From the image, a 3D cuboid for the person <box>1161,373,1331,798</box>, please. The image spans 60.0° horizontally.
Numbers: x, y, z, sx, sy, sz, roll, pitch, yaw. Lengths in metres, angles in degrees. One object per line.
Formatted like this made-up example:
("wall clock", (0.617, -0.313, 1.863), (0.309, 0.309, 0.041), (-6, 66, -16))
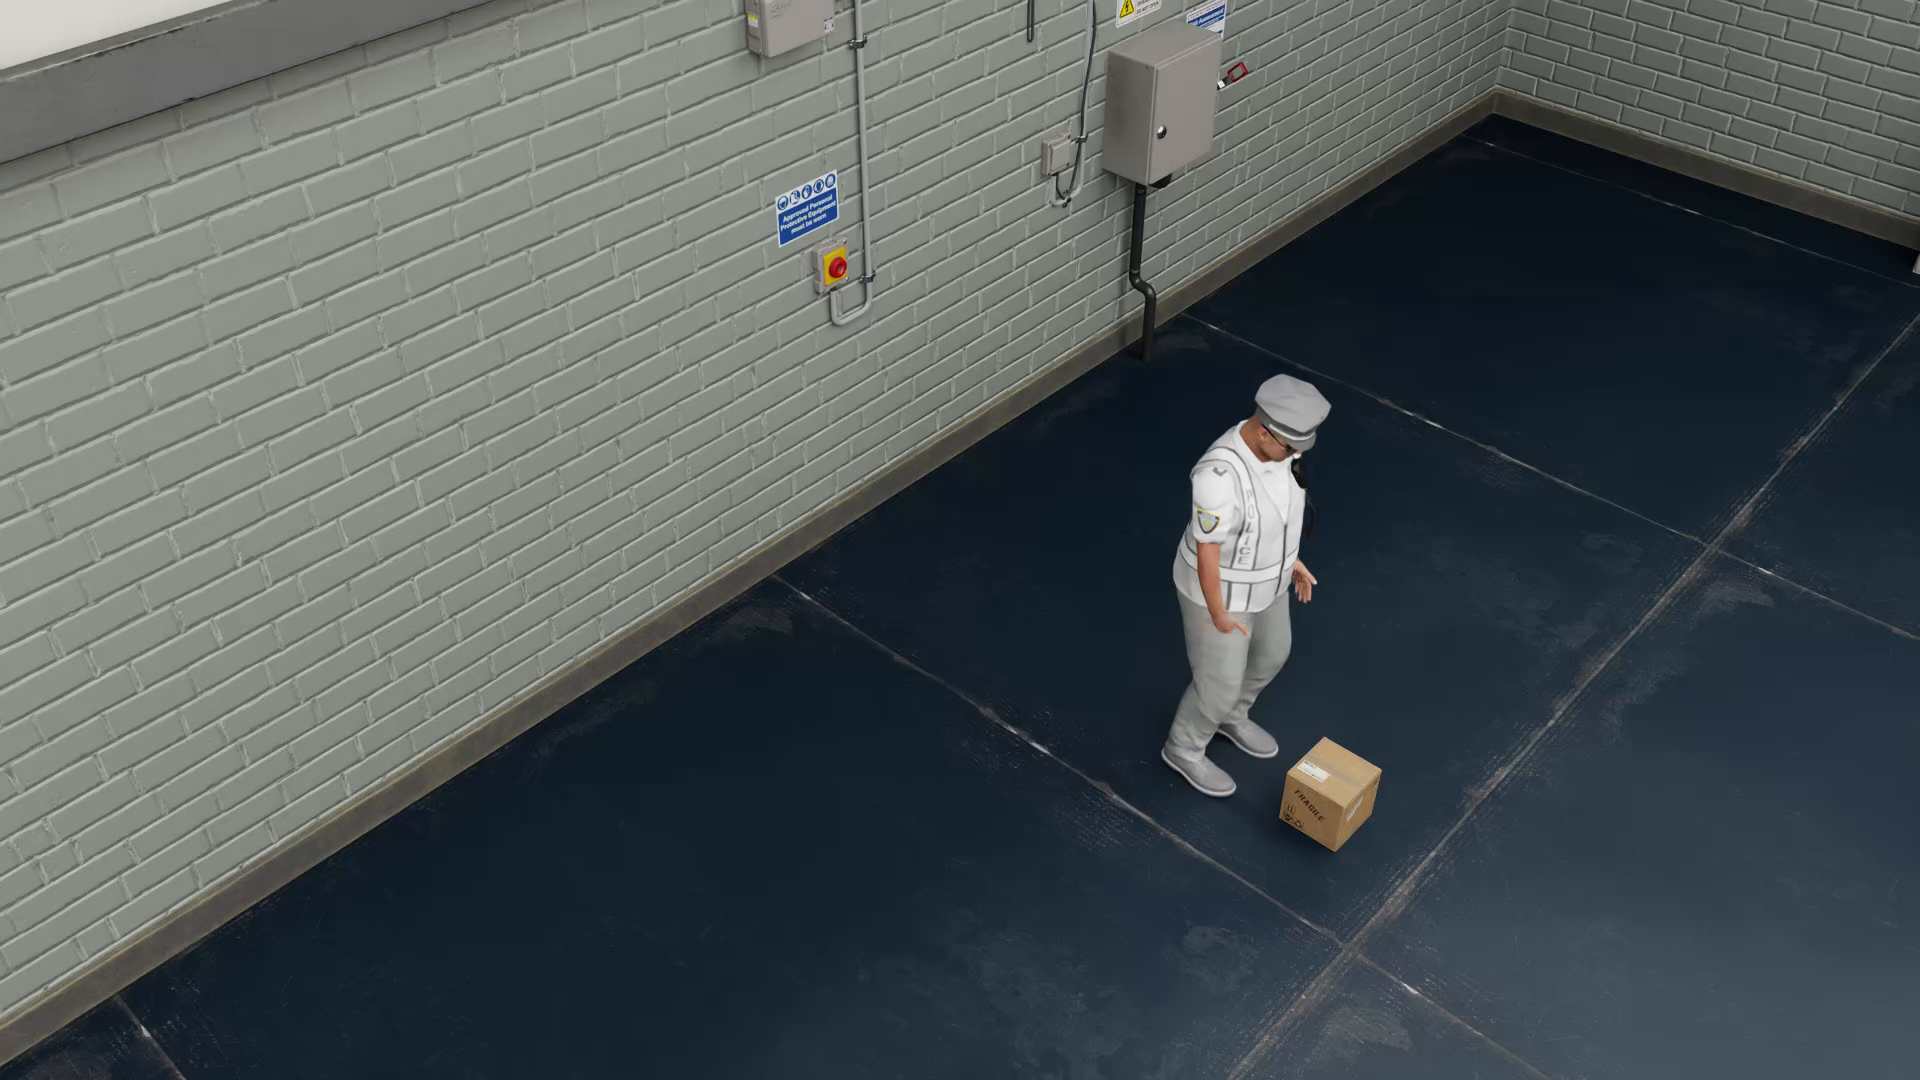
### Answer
("person", (1.016, 0.152, 5.991), (0.424, 1.726, 0.544), (31, 48, 32))
